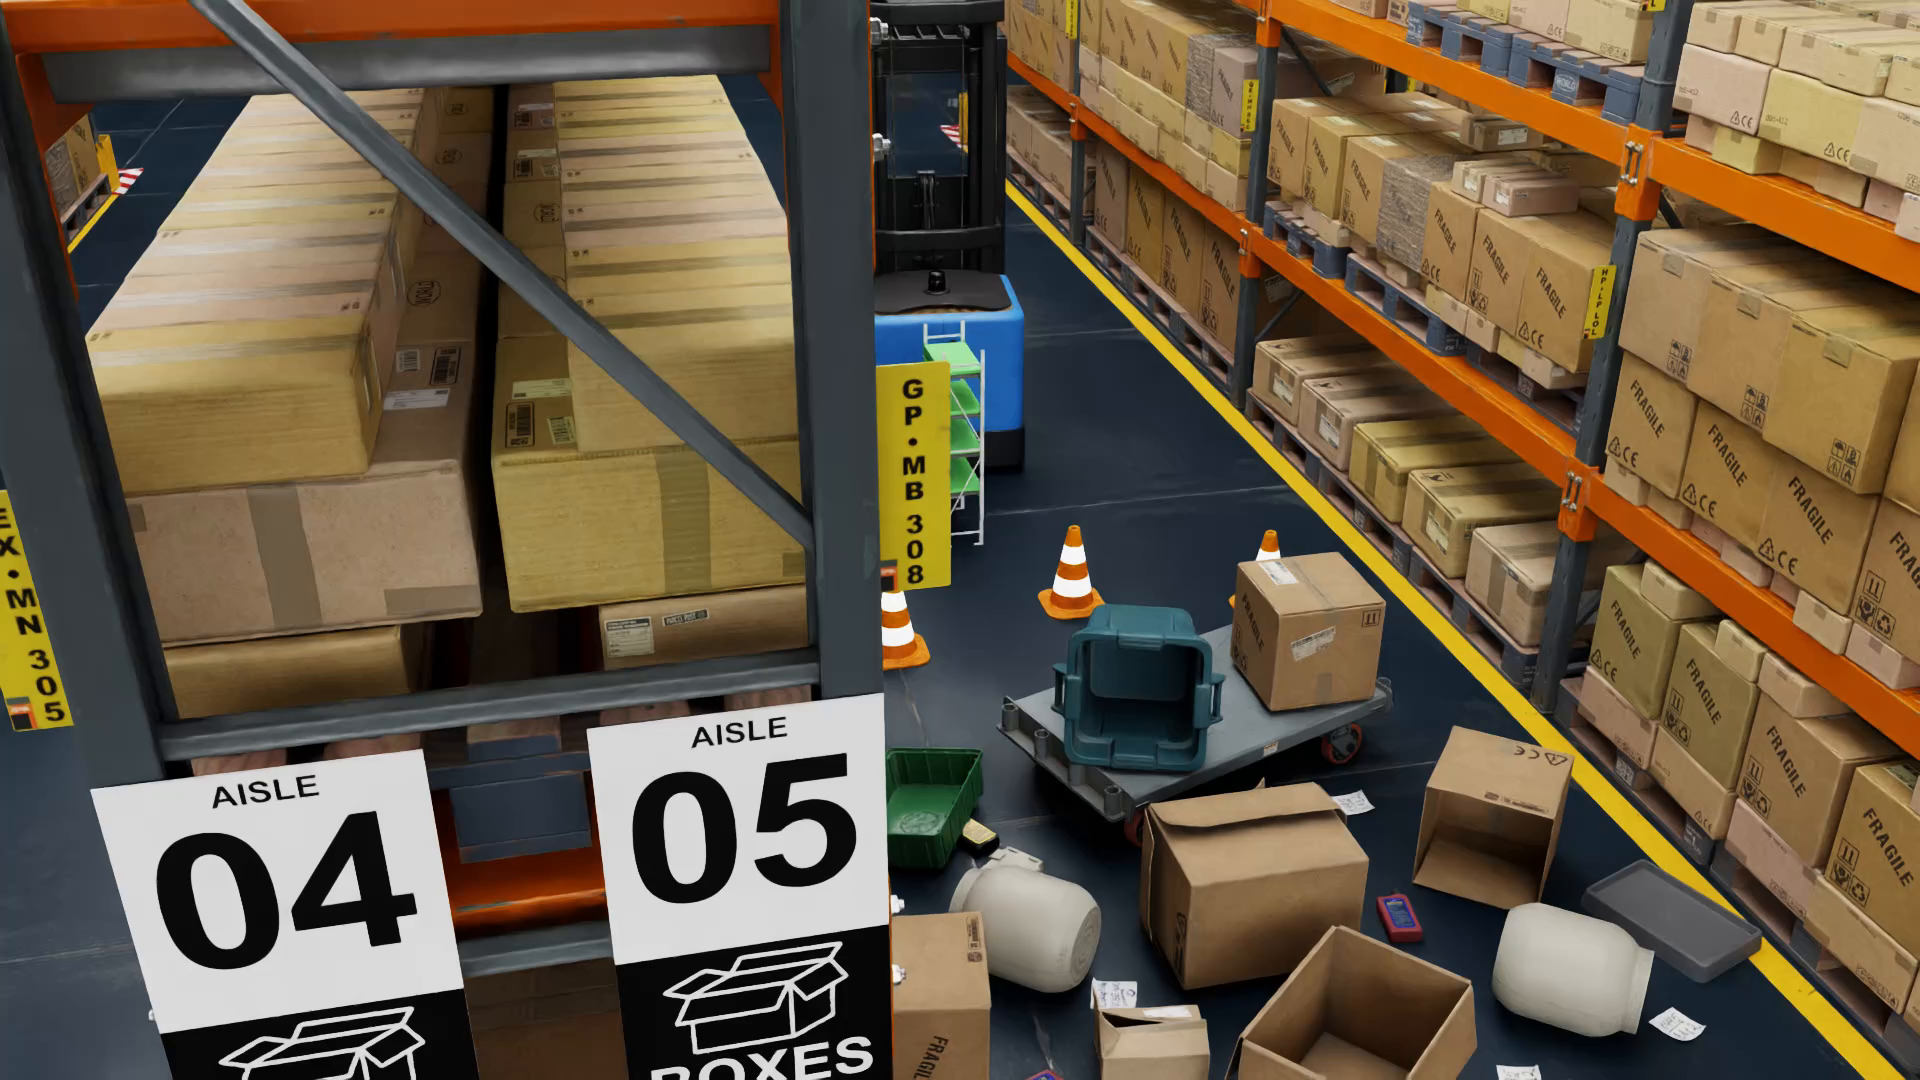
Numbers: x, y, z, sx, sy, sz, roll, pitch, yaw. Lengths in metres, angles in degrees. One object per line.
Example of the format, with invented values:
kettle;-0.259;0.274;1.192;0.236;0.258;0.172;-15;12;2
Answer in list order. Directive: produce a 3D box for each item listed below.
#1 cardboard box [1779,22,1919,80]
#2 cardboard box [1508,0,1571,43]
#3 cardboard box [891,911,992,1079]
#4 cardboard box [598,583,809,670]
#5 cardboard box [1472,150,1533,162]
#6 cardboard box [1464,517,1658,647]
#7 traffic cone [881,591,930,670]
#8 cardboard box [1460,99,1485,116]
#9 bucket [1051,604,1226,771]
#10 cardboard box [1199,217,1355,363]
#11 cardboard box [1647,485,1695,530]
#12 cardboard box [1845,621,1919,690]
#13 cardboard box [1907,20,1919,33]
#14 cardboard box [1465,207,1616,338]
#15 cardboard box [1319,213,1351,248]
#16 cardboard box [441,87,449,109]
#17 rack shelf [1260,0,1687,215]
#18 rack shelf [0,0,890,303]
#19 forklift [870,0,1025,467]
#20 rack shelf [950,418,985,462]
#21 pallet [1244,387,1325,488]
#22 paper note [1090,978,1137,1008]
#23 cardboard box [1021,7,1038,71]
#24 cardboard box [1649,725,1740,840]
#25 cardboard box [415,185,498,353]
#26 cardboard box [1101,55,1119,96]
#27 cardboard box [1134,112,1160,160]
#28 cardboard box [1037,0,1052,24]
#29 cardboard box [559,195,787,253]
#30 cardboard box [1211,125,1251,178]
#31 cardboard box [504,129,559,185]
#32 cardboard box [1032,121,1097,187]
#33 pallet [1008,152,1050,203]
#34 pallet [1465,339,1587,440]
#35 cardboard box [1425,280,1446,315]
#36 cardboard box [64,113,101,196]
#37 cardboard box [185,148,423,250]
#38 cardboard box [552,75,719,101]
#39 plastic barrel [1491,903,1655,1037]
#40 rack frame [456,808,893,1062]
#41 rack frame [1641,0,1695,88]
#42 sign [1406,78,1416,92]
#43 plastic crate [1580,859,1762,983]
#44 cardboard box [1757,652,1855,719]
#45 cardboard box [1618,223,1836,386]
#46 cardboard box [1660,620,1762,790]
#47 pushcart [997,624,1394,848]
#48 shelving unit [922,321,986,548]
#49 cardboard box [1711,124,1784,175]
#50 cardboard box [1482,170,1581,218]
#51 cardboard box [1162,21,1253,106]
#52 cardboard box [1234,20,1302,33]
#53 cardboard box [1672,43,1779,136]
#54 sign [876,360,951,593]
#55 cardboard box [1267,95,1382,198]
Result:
cardboard box;3.185;-1.747;5.948;0.380;0.149;0.250;-7;28;-13
cardboard box;2.913;-2.488;7.722;0.500;0.250;0.500;-6;27;-11
cardboard box;-0.156;1.675;5.873;0.500;0.500;0.500;-1;27;-3
cardboard box;-0.369;0.097;2.602;0.380;0.149;0.250;-6;27;-11
cardboard box;3.131;-1.826;9.132;0.500;0.500;0.500;-7;28;-14
cardboard box;3.174;0.192;8.491;0.950;0.372;0.625;-6;27;-11
traffic cone;-0.336;0.374;8.496;0.336;0.463;0.334;-6;27;-12
cardboard box;5.647;-4.510;17.664;0.500;0.500;0.500;-5;27;-11
bucket;0.772;0.592;7.195;0.726;0.611;0.620;3;17;6
cardboard box;2.318;-1.871;12.019;0.875;0.875;0.875;-6;27;-12
cardboard box;3.161;-0.175;7.047;0.380;0.149;0.250;-5;27;-10
cardboard box;3.416;0.389;5.928;0.380;0.149;0.250;-6;27;-12
cardboard box;3.683;-1.800;6.052;0.380;0.149;0.250;-5;27;-10
cardboard box;2.854;-1.326;8.141;0.500;0.500;0.500;-6;27;-11
cardboard box;2.375;-1.858;9.916;0.380;0.149;0.250;-6;27;-11
cardboard box;-1.523;-1.190;4.267;0.380;0.149;0.250;-6;27;-11
rack shelf;2.844;-2.460;8.764;1.077;0.370;4.000;-6;27;-12
rack shelf;-1.055;-1.317;3.615;1.077;0.370;4.000;-6;27;-12
forklift;-0.272;-2.371;11.195;1.130;2.935;3.031;-3;27;-6
rack shelf;-0.037;-0.551;9.652;0.258;0.148;0.480;-6;27;-12
pallet;2.568;-0.732;10.966;1.003;0.211;1.213;-6;27;-12
paper note;0.584;1.722;6.312;0.172;0.023;0.155;3;27;6
cardboard box;0.889;-4.743;15.707;0.500;0.500;0.500;-6;27;-12
cardboard box;3.296;0.996;7.034;0.500;0.250;0.500;-4;27;-9
cardboard box;-1.211;-0.525;3.391;0.500;0.250;0.500;-6;27;-12
cardboard box;1.461;-3.784;13.530;0.500;0.250;0.500;-6;27;-11
cardboard box;1.655;-3.115;12.759;0.500;0.250;0.500;-6;27;-12
cardboard box;1.010;-4.970;15.046;0.500;0.500;0.500;-6;27;-12
cardboard box;-0.483;-0.477;2.854;0.380;0.149;0.250;-6;27;-12
cardboard box;2.036;-2.663;11.309;0.500;0.250;0.500;-6;27;-12
cardboard box;-0.805;-0.800;3.937;0.500;0.250;0.500;-6;27;-12
cardboard box;1.252;-3.799;16.325;0.875;0.438;0.875;-7;28;-13
pallet;1.118;-3.709;16.865;1.003;0.211;1.213;-6;27;-12
pallet;3.264;-0.829;8.276;1.003;0.211;1.213;-6;27;-12
cardboard box;2.694;-1.286;8.782;0.380;0.149;0.250;-6;27;-12
cardboard box;-8.843;-3.792;15.825;0.875;0.875;0.875;-6;27;-12
cardboard box;-1.238;-0.635;3.167;0.380;0.149;0.250;-6;27;-11
cardboard box;-0.770;-1.037;3.964;0.380;0.149;0.250;-6;27;-11
plastic barrel;2.255;1.589;6.132;0.512;0.421;0.421;13;30;24
rack frame;-0.604;1.739;2.975;1.000;3.000;0.127;-6;27;-12
rack frame;3.295;-3.242;6.186;1.000;3.000;0.127;-6;27;-12
sign;2.920;-2.861;10.892;0.100;0.325;0.005;-6;27;-12
plastic crate;2.849;1.512;6.666;0.402;0.080;0.583;-16;31;-29
cardboard box;3.315;0.543;6.380;0.380;0.149;0.250;-4;27;-9
cardboard box;3.182;-0.973;6.797;0.700;0.500;0.500;-6;27;-12
cardboard box;3.297;0.662;6.863;0.500;0.500;0.500;-5;27;-10
pushcart;1.084;0.860;7.627;1.648;0.377;0.936;-16;31;-29
shelving unit;-0.037;-0.608;9.624;0.258;1.200;0.503;-6;27;-12
cardboard box;3.128;-1.508;6.359;0.380;0.149;0.250;-6;27;-12
cardboard box;2.802;-1.699;8.161;0.380;0.149;0.250;-7;28;-13
cardboard box;1.793;-3.454;12.044;0.500;0.500;0.500;-6;27;-12
cardboard box;2.297;-3.498;12.130;0.500;0.500;0.500;-5;27;-10
cardboard box;3.127;-1.748;6.391;0.500;0.250;0.500;-7;28;-13
sign;-0.062;-0.079;2.191;0.100;0.325;0.005;-6;27;-12
cardboard box;2.269;-2.464;10.395;0.500;0.500;0.500;-7;28;-13
